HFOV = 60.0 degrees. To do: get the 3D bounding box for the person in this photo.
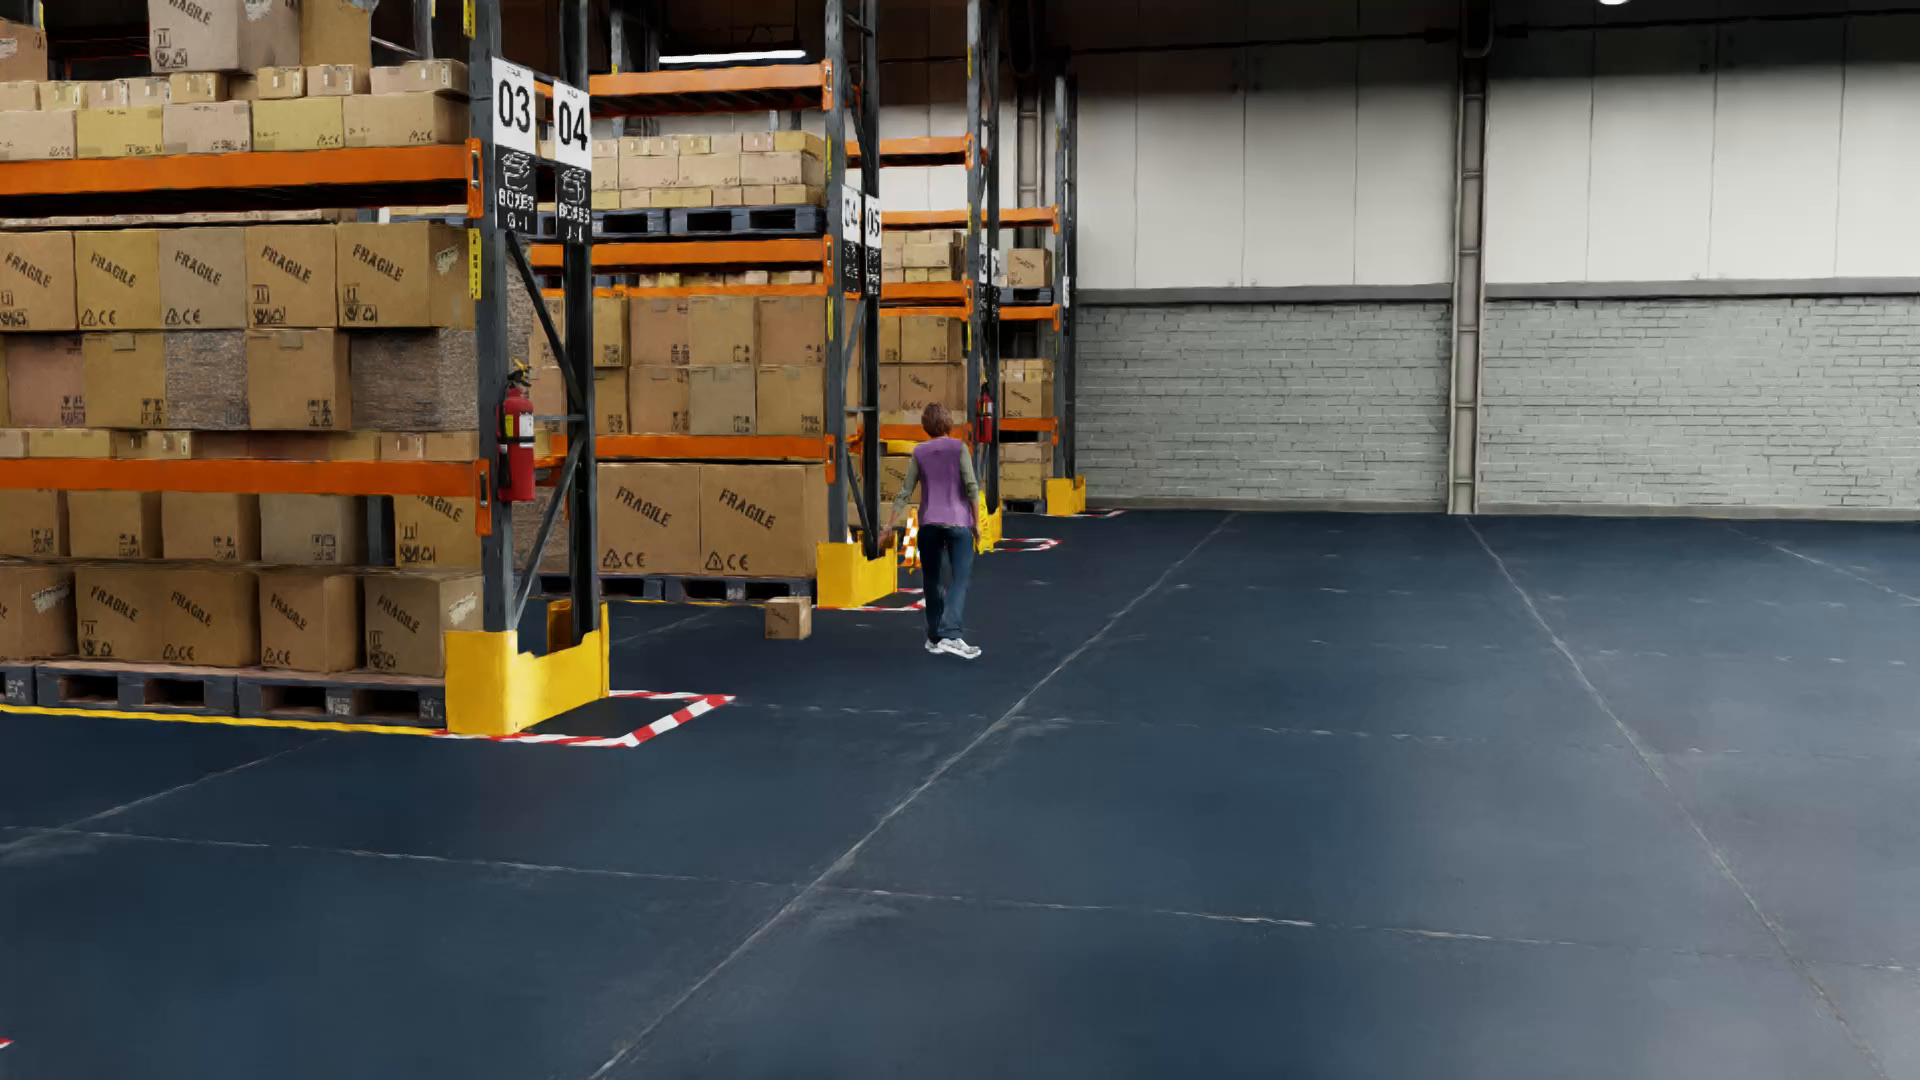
[{"bbox_3d":[-0.162,-0.054,10.249,0.683,1.550,0.708,1,5,11],"label":"person"}]
